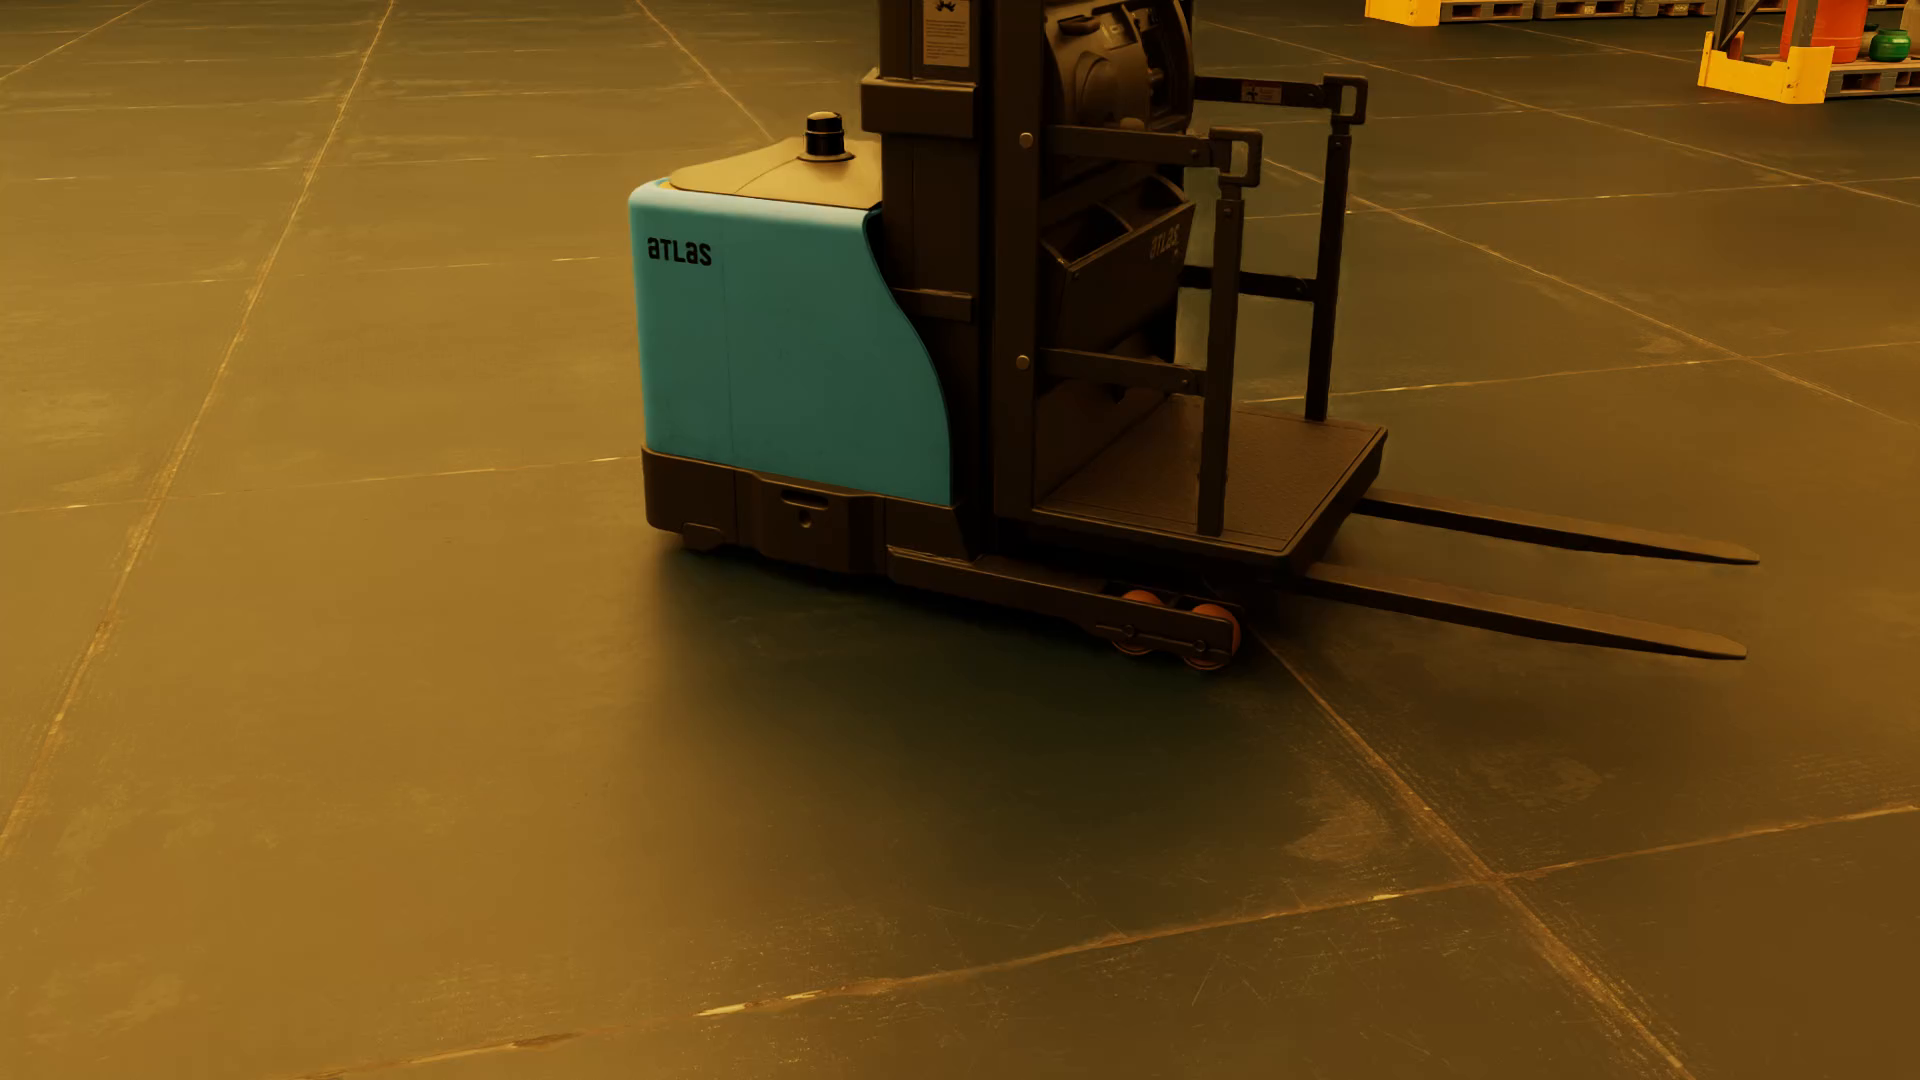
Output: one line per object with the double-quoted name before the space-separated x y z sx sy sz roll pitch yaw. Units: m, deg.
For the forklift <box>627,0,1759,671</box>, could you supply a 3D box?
"forklift" 0.607 -1.251 4.250 3.031 2.935 1.130 11 25 24
